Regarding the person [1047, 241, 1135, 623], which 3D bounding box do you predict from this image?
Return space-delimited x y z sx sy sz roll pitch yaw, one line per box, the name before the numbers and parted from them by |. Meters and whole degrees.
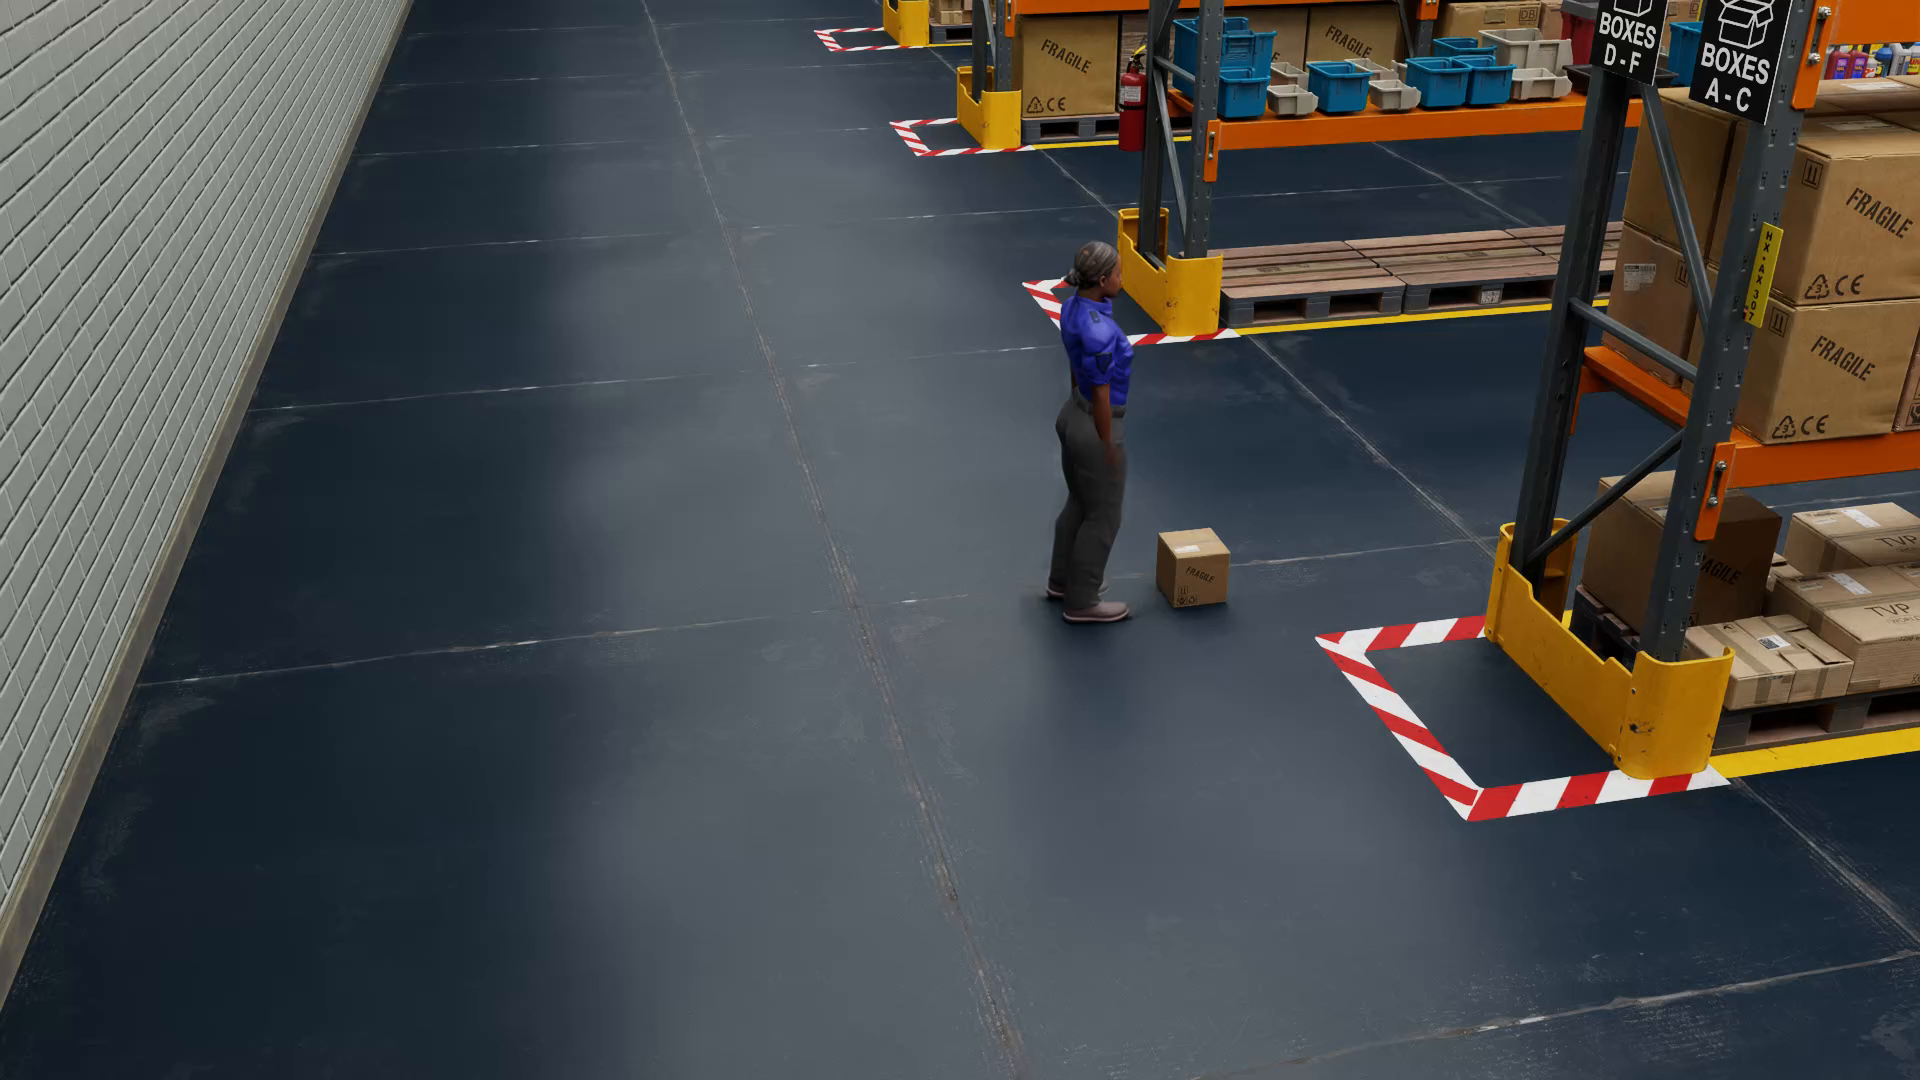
person | 0.560 -0.453 7.028 0.309 1.664 0.437 -5 27 -10
